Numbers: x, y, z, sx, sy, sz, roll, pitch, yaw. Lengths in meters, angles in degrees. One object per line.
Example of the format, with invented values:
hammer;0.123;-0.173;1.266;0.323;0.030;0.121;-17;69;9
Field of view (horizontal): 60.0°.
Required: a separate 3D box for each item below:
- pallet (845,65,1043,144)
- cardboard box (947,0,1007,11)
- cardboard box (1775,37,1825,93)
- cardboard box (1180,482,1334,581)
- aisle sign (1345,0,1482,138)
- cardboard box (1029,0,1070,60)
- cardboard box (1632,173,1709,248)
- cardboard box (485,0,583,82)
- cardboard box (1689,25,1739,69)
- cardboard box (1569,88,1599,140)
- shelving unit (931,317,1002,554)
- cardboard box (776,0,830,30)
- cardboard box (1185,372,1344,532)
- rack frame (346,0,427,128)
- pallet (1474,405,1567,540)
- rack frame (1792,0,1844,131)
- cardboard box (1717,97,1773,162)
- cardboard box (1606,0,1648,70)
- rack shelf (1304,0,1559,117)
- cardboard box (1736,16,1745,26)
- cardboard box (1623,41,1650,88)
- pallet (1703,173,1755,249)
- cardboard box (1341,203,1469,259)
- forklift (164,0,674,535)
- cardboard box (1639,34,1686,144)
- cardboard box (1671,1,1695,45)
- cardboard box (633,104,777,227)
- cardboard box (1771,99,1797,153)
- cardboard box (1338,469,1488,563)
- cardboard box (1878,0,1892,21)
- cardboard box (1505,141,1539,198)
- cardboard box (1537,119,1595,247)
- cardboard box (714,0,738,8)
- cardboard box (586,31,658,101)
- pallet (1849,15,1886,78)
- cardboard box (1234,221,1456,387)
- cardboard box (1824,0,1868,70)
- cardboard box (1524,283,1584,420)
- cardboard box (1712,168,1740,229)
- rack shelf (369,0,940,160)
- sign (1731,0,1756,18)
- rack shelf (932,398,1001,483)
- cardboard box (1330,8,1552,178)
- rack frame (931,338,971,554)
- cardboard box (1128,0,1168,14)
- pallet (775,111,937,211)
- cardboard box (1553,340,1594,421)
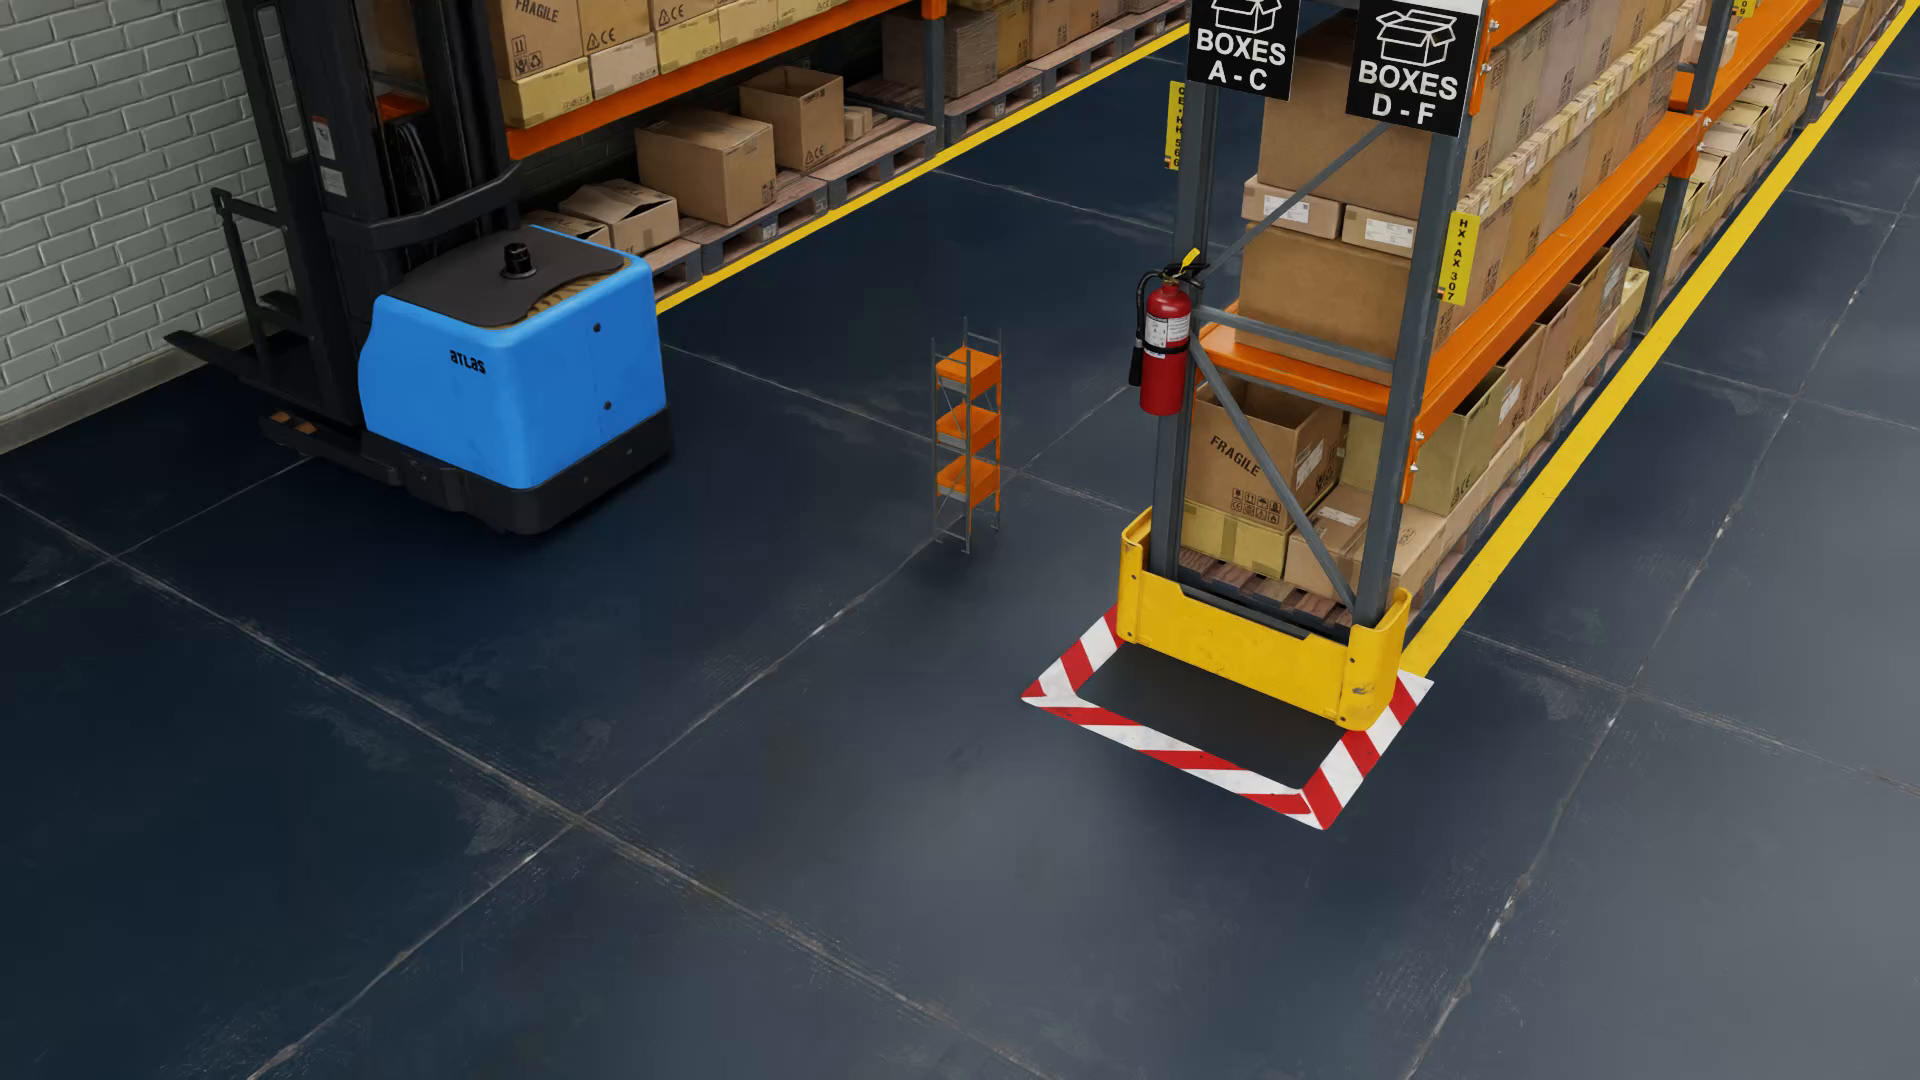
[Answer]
pallet;-0.112;-3.367;12.541;1.003;0.211;1.213;21;39;28
cardboard box;0.100;-4.169;12.406;0.500;0.250;0.500;20;39;27
cardboard box;5.702;-3.371;11.637;0.500;0.311;0.500;22;40;29
cardboard box;1.300;-0.118;7.327;0.500;0.250;0.500;21;39;28
aisle sign;1.451;-1.691;5.252;0.394;0.787;0.004;21;39;28
cardboard box;0.429;-4.130;13.018;0.700;0.500;0.500;22;40;29
cardboard box;3.958;-1.961;9.551;0.500;0.311;0.500;21;40;28
cardboard box;-2.316;-2.703;8.516;0.500;0.500;0.500;21;39;28
cardboard box;4.191;-2.821;9.469;0.380;0.149;0.250;21;39;28
cardboard box;2.514;-1.871;7.171;0.380;0.149;0.250;22;40;29
shelving unit;0.031;-0.460;7.492;0.215;1.050;0.252;21;39;28
cardboard box;-1.140;-3.332;10.115;0.500;0.250;0.500;21;39;28
cardboard box;1.298;-0.430;7.118;0.500;0.500;0.500;21;39;28
rack frame;-2.835;-2.323;8.507;1.000;3.000;0.127;21;39;28
pallet;2.335;-0.512;8.318;1.003;0.211;1.213;21;39;28
rack frame;5.798;-4.424;11.614;1.000;3.000;0.127;21;39;28
cardboard box;4.833;-2.669;10.598;0.500;0.311;0.500;22;40;29
cardboard box;2.696;-2.492;7.511;0.700;0.500;0.500;21;39;28
rack shelf;2.377;-2.607;6.892;1.077;0.370;4.000;21;39;28
cardboard box;4.555;-3.446;10.078;0.500;0.500;0.500;21;39;28
cardboard box;2.957;-2.232;7.704;0.380;0.149;0.250;21;39;28
pallet;4.600;-2.343;11.027;1.003;0.211;1.213;21;39;28
cardboard box;1.637;-1.164;6.125;0.380;0.149;0.250;21;39;28
forklift;-2.944;-1.864;7.889;3.031;2.935;1.130;20;39;27
cardboard box;3.270;-2.418;8.559;0.700;0.500;0.500;20;39;27
cardboard box;3.396;-2.586;8.229;0.380;0.149;0.250;20;39;27
cardboard box;-1.582;-2.343;10.376;0.700;0.500;0.500;19;38;25
cardboard box;5.408;-2.900;11.441;0.500;0.250;0.500;21;39;28
cardboard box;2.007;-0.184;7.424;0.500;0.250;0.500;21;39;28
cardboard box;7.458;-4.637;13.768;0.500;0.500;0.500;22;40;29
cardboard box;2.075;-1.516;6.646;0.380;0.149;0.250;21;39;28
cardboard box;2.394;-1.708;7.508;0.700;0.500;0.500;23;40;30
cardboard box;-1.442;-3.405;9.554;0.500;0.500;0.500;23;40;30
cardboard box;-2.012;-2.636;9.086;0.500;0.250;0.500;20;39;27
pallet;6.951;-4.159;13.712;1.003;0.211;1.213;21;39;28
cardboard box;1.513;-0.994;6.454;0.700;0.500;0.500;21;39;28
cardboard box;6.586;-3.932;12.725;0.500;0.500;0.500;20;39;27
cardboard box;2.583;-0.953;7.892;0.500;0.500;0.500;21;39;28
cardboard box;4.537;-2.199;10.403;0.500;0.250;0.500;20;39;27
rack shelf;-1.695;-2.945;10.070;1.077;0.370;4.000;21;39;28
sign;3.974;-2.798;8.366;0.100;0.325;0.005;21;39;28
rack shelf;0.031;-0.451;7.498;0.215;0.259;0.240;21;39;28
cardboard box;1.839;-1.800;6.487;0.700;0.500;0.500;20;39;27
rack frame;-0.039;-0.403;7.409;0.200;1.050;0.008;21;39;28
cardboard box;1.359;-4.803;14.014;0.700;0.500;0.500;22;40;29
pallet;-0.908;-2.688;11.537;1.003;0.211;1.213;21;39;28
cardboard box;2.866;-0.873;8.443;0.500;0.250;0.500;21;39;28
